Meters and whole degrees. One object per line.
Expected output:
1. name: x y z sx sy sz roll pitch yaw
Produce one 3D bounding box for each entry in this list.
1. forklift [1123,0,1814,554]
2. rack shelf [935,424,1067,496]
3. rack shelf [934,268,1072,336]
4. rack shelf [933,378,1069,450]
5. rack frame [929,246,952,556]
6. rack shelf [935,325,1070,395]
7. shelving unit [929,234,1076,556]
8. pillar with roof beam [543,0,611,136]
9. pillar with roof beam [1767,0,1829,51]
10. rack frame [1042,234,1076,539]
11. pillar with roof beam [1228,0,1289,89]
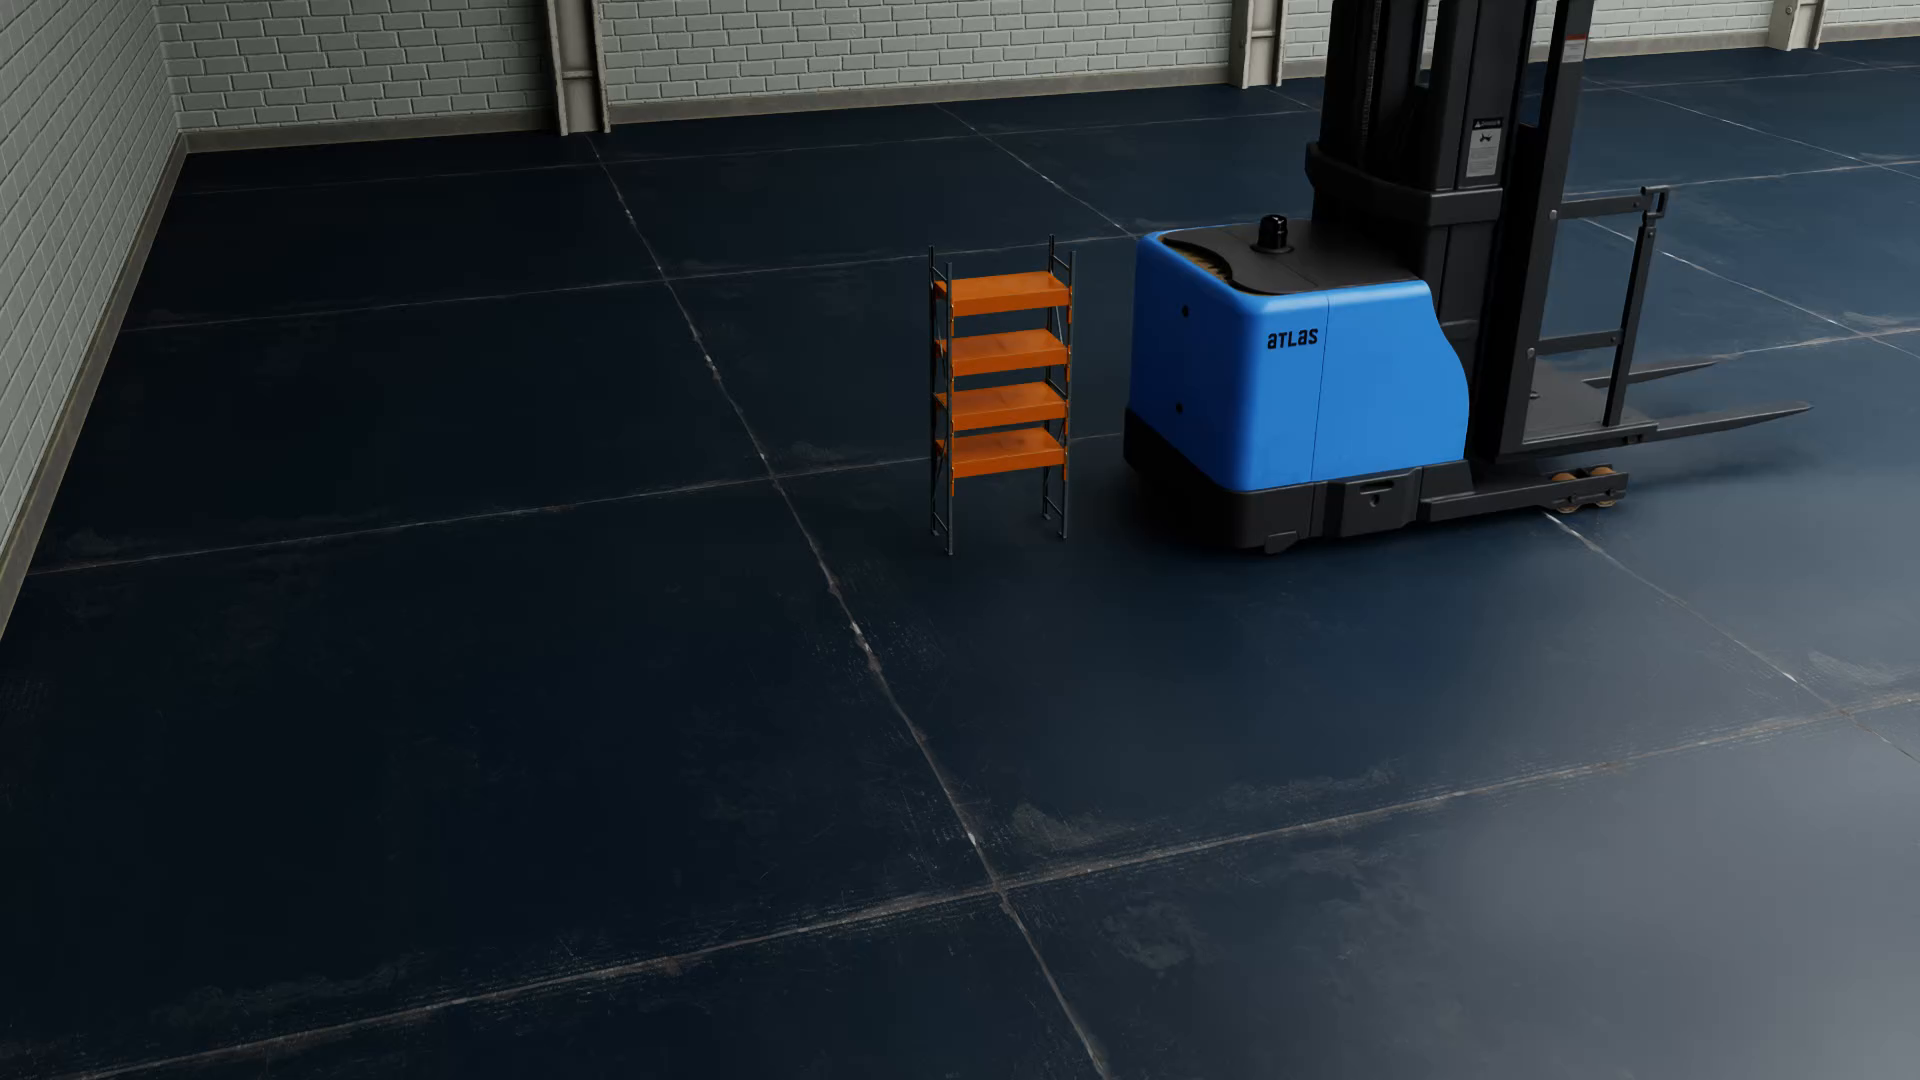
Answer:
1. forklift: 2.292 -1.637 6.751 3.031 2.935 1.130 -9 28 -17
2. rack shelf: 0.157 -0.322 6.647 0.480 0.148 0.258 -8 28 -16
3. rack shelf: 0.157 -0.912 6.354 0.480 0.148 0.258 -8 28 -16
4. rack shelf: 0.157 -0.500 6.559 0.480 0.148 0.258 -8 28 -16
5. rack frame: -0.075 -0.527 6.461 0.015 1.200 0.240 -8 28 -16
6. rack shelf: 0.157 -0.700 6.460 0.480 0.148 0.258 -8 28 -16
7. shelving unit: 0.157 -0.560 6.529 0.503 1.200 0.258 -8 28 -16
8. pillar with roof beam: -1.705 -5.521 7.751 0.400 9.000 9.100 -8 28 -16
9. pillar with roof beam: 9.705 -7.173 11.079 0.400 9.000 9.100 -8 28 -16
10. rack frame: 0.389 -0.594 6.597 0.015 1.200 0.240 -8 28 -16
11. pillar with roof beam: 4.000 -6.347 9.415 0.400 9.000 9.100 -8 28 -16
